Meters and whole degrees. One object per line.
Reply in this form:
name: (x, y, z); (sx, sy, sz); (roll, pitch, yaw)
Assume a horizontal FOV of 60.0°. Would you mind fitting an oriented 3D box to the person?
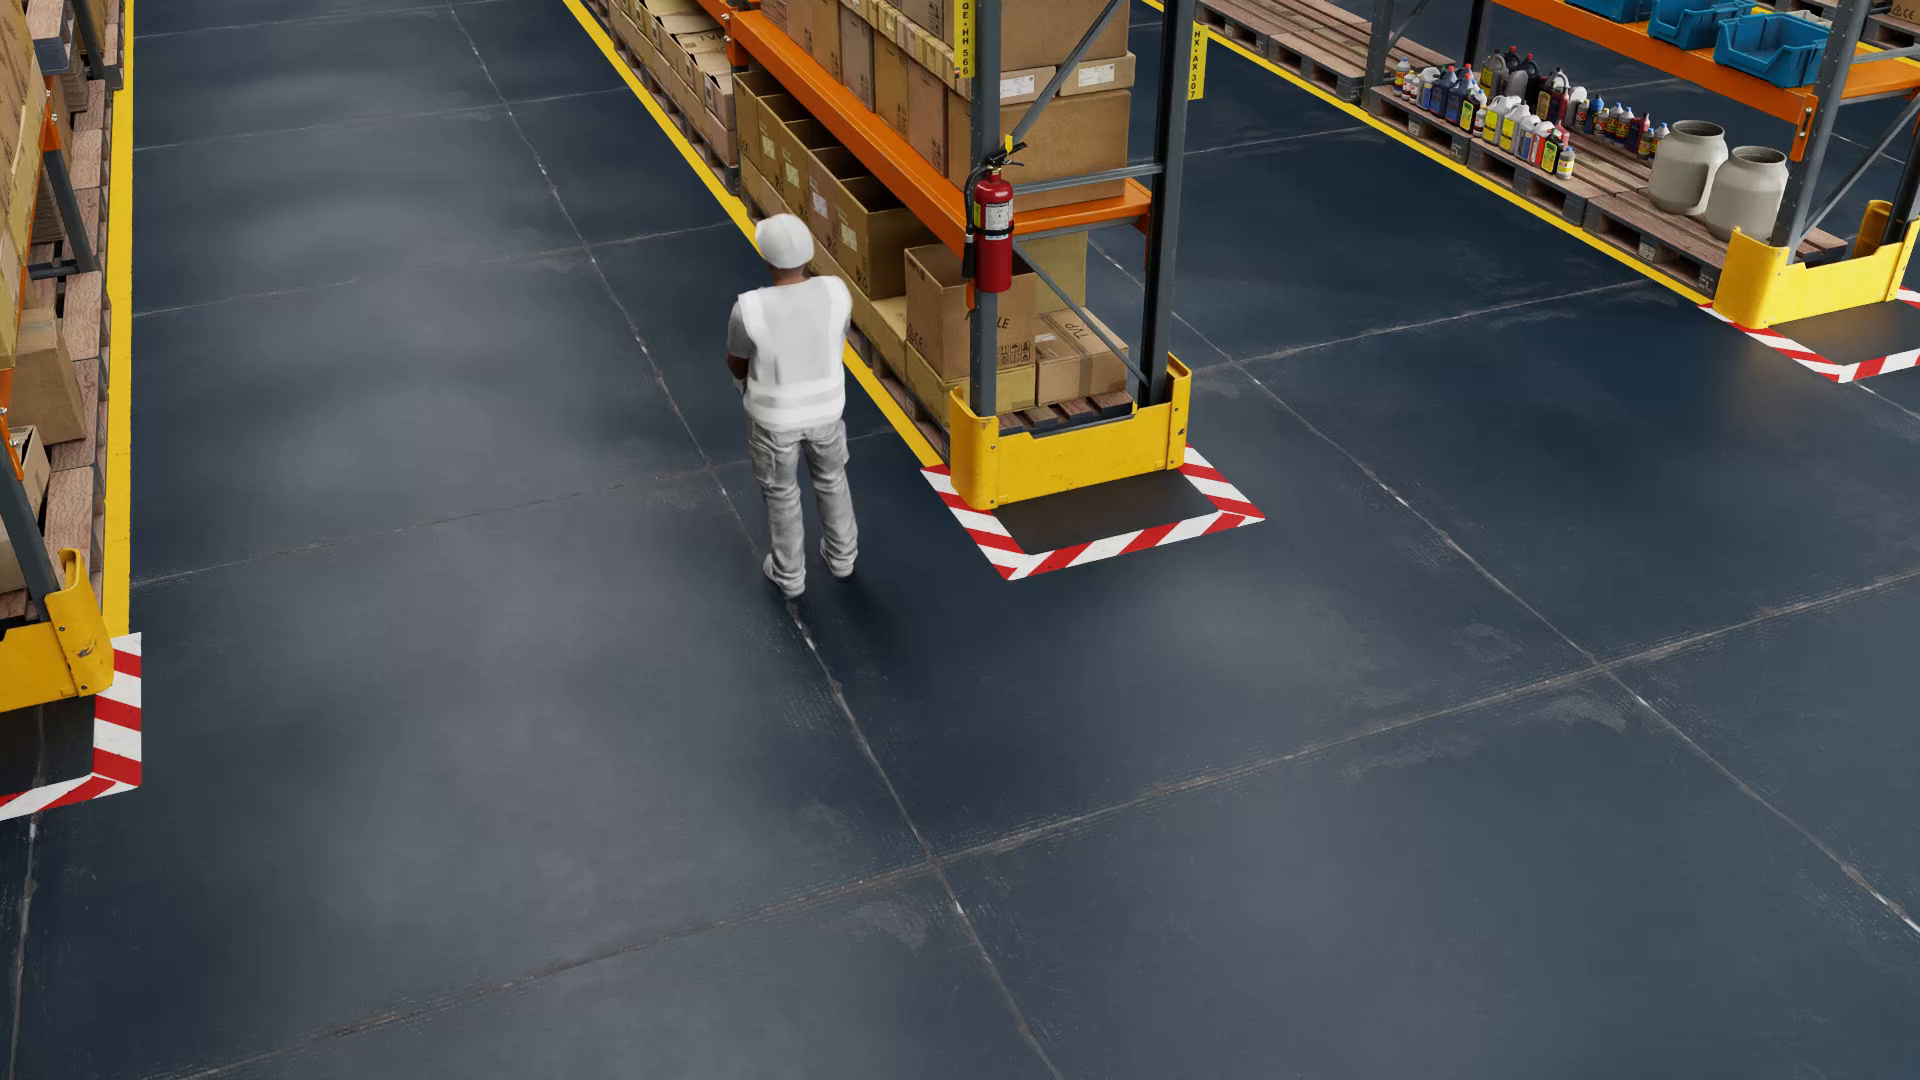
person: (-0.715, -0.583, 7.009); (0.531, 1.788, 0.550); (-13, 35, -19)
